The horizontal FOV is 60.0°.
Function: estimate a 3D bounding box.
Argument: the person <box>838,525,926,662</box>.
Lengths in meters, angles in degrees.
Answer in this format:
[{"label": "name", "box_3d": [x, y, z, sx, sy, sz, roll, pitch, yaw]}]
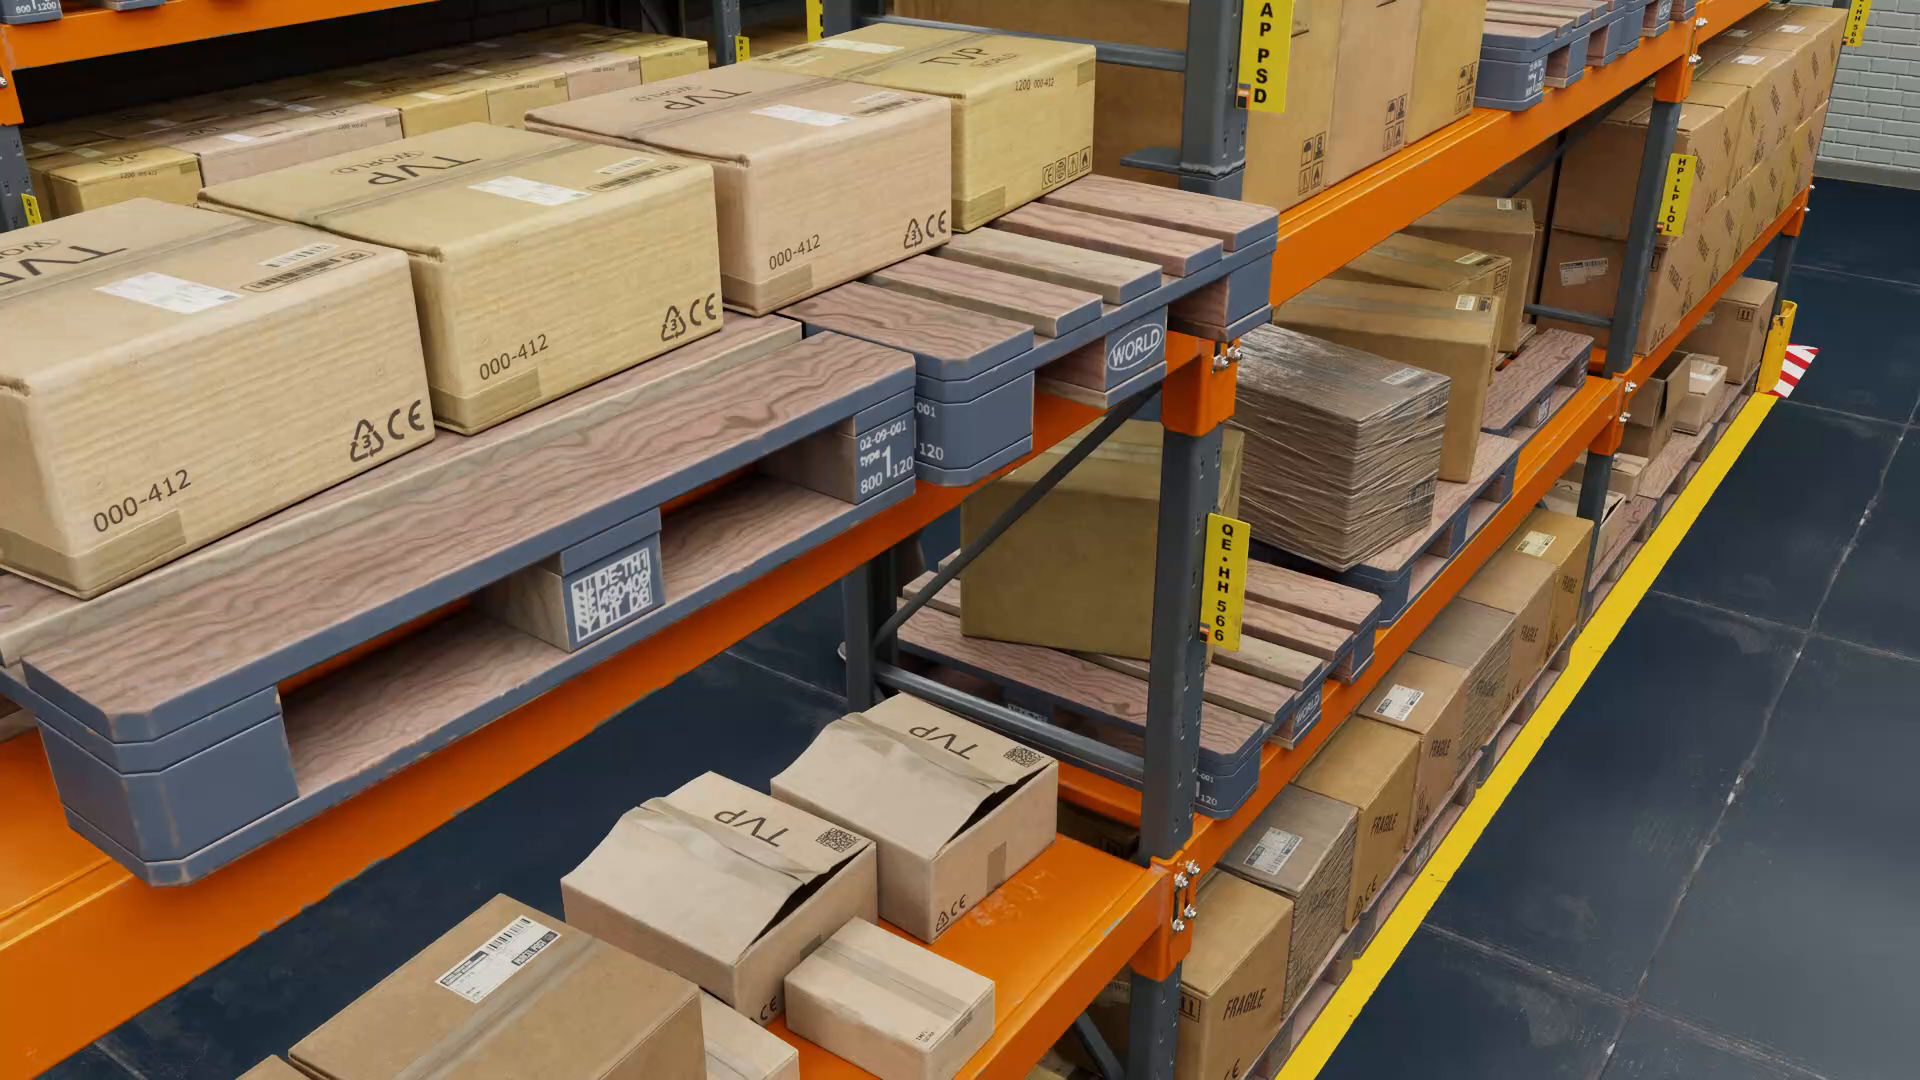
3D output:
[{"label": "person", "box_3d": [-0.363, -0.291, 7.177, 0.570, 1.768, 0.490, 17, 31, 30]}]
